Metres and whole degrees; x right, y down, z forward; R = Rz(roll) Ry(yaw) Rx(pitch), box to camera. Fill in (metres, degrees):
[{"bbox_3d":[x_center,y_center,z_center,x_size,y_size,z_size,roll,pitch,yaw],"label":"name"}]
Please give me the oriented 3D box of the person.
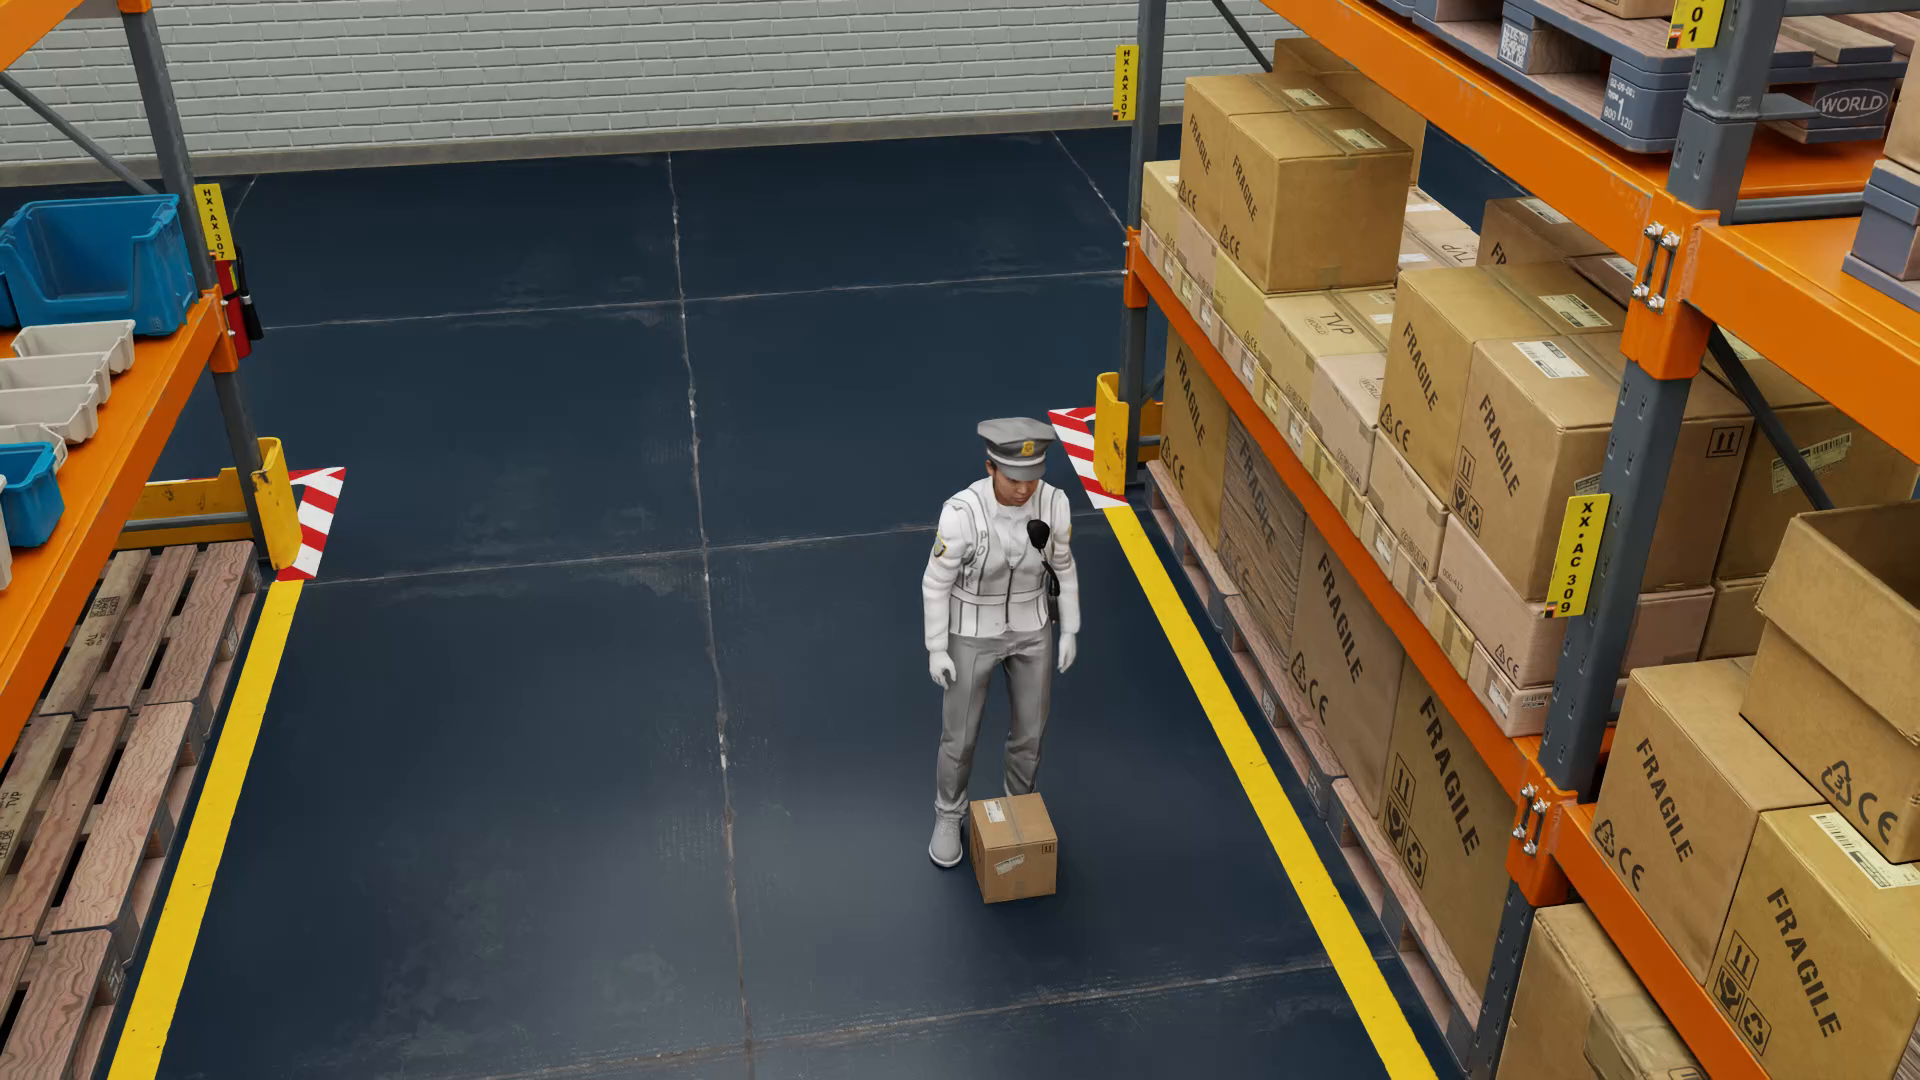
[{"bbox_3d":[0.140,0.331,5.571,0.547,1.667,0.370,-7,32,-11],"label":"person"}]
